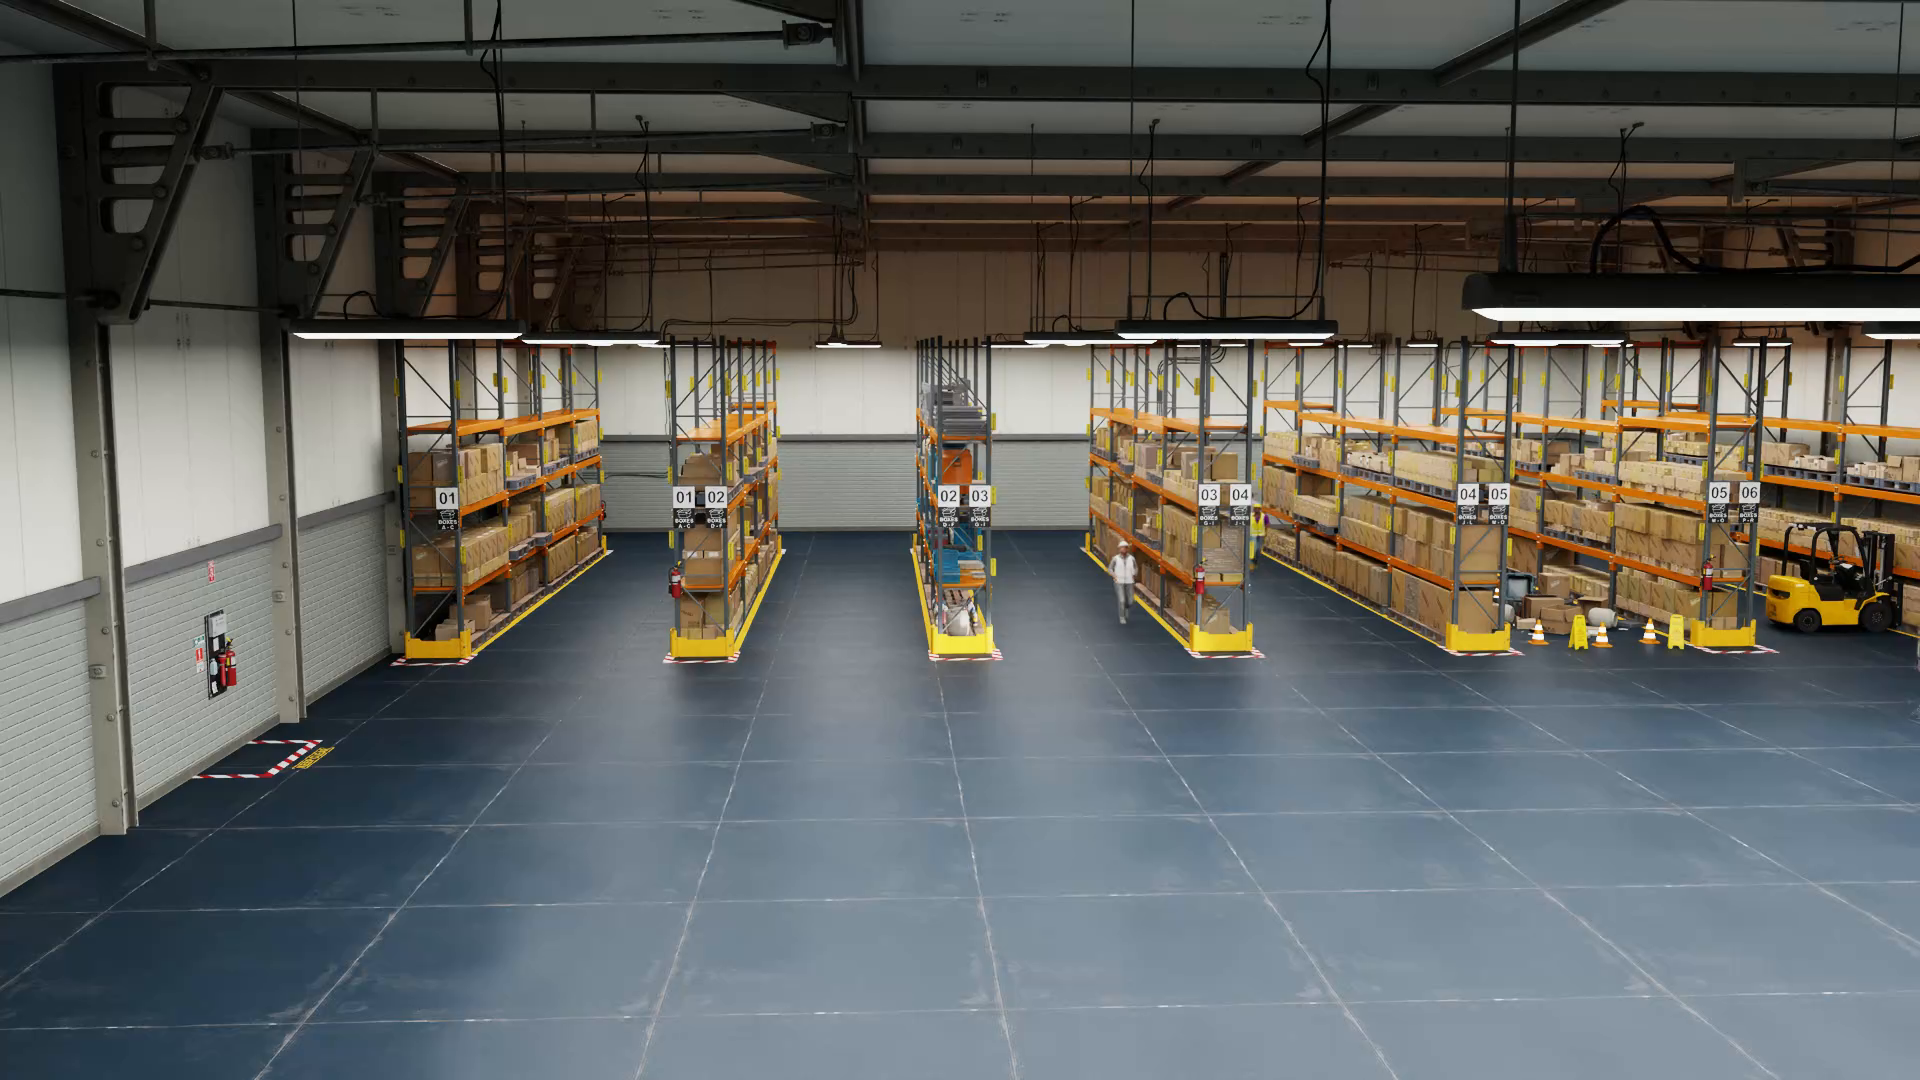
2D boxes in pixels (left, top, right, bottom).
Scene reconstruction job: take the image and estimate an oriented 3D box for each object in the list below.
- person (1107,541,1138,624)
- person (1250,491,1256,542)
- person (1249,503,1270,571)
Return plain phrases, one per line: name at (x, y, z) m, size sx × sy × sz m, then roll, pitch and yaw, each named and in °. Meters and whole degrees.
person at (3.416, 0.879, 34.822) m, size 0.659 × 1.720 × 0.616 m, roll -1°, pitch 7°, yaw -5°
person at (8.456, -0.611, 48.801) m, size 0.494 × 1.600 × 0.613 m, roll -1°, pitch 7°, yaw -13°
person at (7.776, -0.069, 43.468) m, size 0.664 × 1.798 × 0.718 m, roll 0°, pitch 6°, yaw -3°
